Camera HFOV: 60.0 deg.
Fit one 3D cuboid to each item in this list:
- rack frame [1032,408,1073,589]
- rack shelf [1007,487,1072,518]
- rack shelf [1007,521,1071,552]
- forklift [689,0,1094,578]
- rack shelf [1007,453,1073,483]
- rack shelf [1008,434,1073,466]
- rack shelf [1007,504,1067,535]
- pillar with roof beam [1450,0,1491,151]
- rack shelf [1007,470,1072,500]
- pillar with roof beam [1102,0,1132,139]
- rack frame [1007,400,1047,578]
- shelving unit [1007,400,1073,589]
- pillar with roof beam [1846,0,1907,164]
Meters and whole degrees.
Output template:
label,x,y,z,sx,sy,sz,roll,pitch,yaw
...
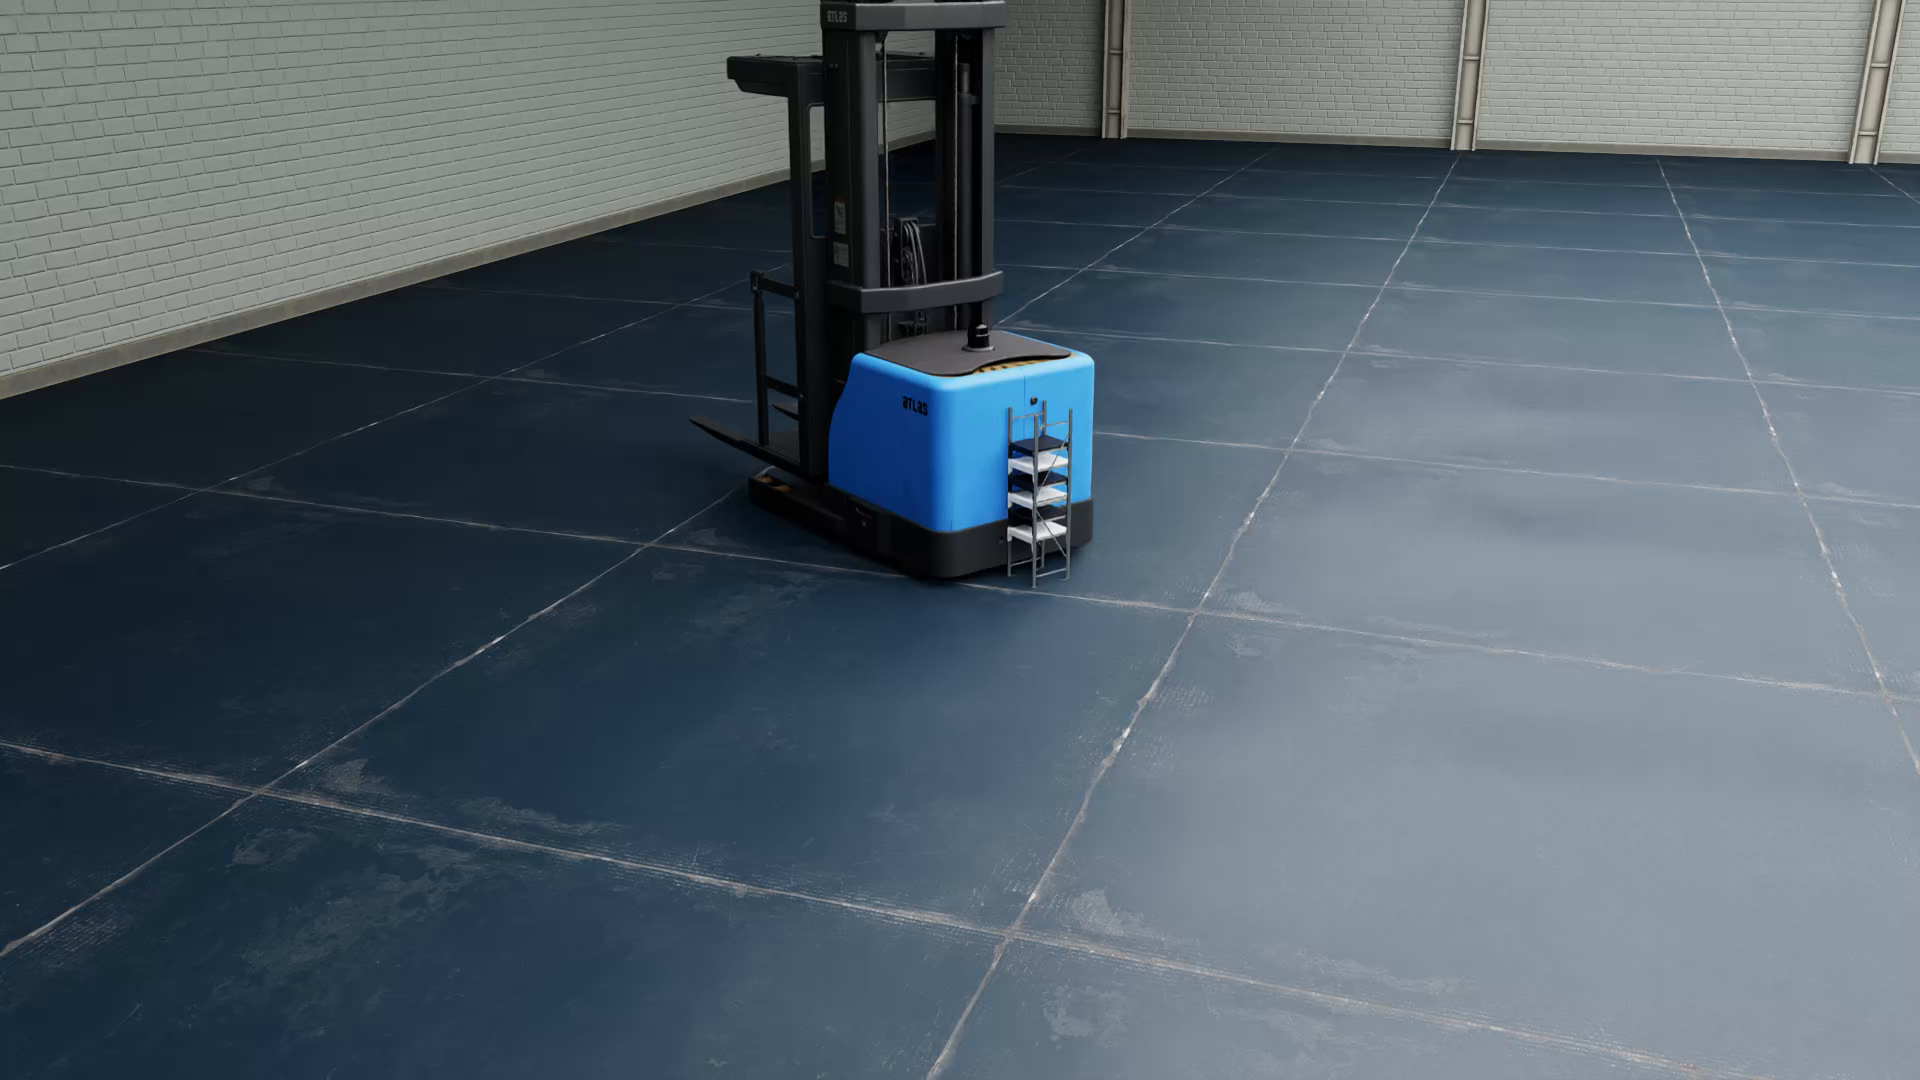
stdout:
label,x,y,z,sx,sy,sz,roll,pitch,yaw
rack frame,0.460,-0.201,8.287,0.240,0.900,0.006,-14,23,-34
rack shelf,0.400,-0.197,8.375,0.258,0.077,0.200,-14,23,-34
rack shelf,0.400,-0.027,8.434,0.258,0.077,0.200,-14,23,-34
forklift,-0.568,-1.616,9.260,1.130,2.935,3.031,-14,23,-34
rack shelf,0.400,-0.367,8.316,0.258,0.077,0.200,-14,23,-34
rack shelf,0.400,-0.452,8.286,0.258,0.077,0.200,-14,23,-34
rack shelf,0.400,-0.112,8.405,0.258,0.077,0.200,-14,23,-34
pillar with roof beam,7.015,-9.457,22.536,0.400,9.000,9.100,7,20,18
rack shelf,0.400,-0.282,8.346,0.258,0.077,0.200,-14,23,-34
pillar with roof beam,1.347,-10.105,24.395,0.400,9.000,9.100,7,20,18
rack frame,0.340,-0.255,8.442,0.240,0.900,0.006,-14,23,-34
shelving unit,0.400,-0.228,8.364,0.258,0.900,0.210,-14,23,-34
pillar with roof beam,12.683,-8.809,20.676,0.400,9.000,9.100,7,20,18
